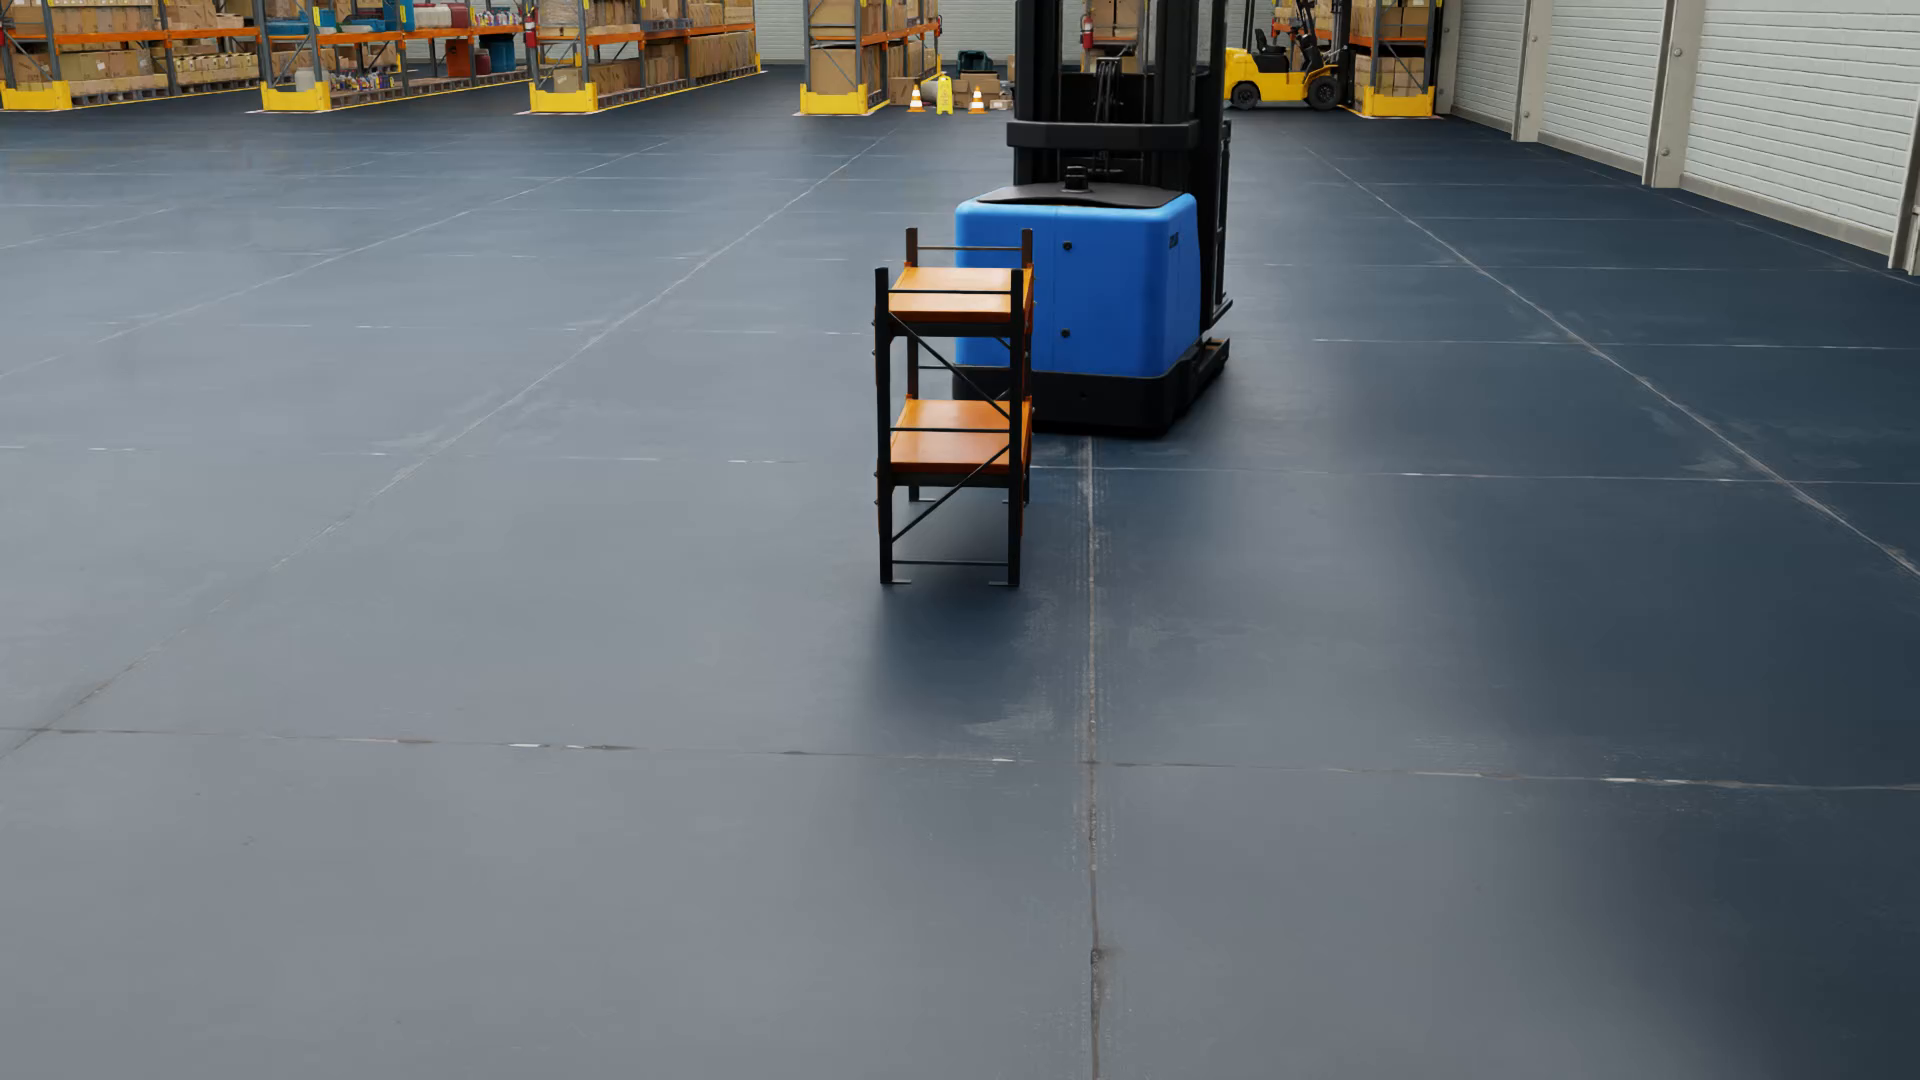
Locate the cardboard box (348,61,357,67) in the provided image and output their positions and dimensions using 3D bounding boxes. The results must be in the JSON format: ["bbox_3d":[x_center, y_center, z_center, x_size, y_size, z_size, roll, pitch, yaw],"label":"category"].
[{"bbox_3d":[-15.907,-12.400,43.294,0.380,0.166,0.250,1,18,4],"label":"cardboard box"}]

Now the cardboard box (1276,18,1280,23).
[{"bbox_3d":[8.501,-13.617,43.567,0.380,0.149,0.250,1,18,3],"label":"cardboard box"}]

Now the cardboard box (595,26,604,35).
[{"bbox_3d":[-6.835,-9.468,30.904,0.380,0.149,0.250,1,18,4],"label":"cardboard box"}]

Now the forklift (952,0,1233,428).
[{"bbox_3d":[0.893,-2.338,8.851,1.130,2.935,3.031,6,19,17],"label":"forklift"}]

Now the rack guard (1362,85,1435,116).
[{"bbox_3d":[7.649,-7.668,29.021,1.175,0.500,0.348,1,18,4],"label":"rack guard"}]

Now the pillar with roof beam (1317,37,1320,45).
[{"bbox_3d":[5.596,-17.597,45.674,9.100,9.000,0.400,1,18,4],"label":"pillar with roof beam"}]

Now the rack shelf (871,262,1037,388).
[{"bbox_3d":[0.000,-0.815,6.163,0.538,0.278,1.000,1,18,4],"label":"rack shelf"}]

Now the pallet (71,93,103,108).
[{"bbox_3d":[-17.052,-8.330,31.505,1.003,0.211,1.213,1,18,4],"label":"pallet"}]

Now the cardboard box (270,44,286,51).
[{"bbox_3d":[-16.590,-11.910,40.056,0.500,0.250,0.500,1,18,3],"label":"cardboard box"}]

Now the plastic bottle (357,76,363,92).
[{"bbox_3d":[-11.650,-8.849,32.267,0.061,0.283,0.133,2,18,5],"label":"plastic bottle"}]

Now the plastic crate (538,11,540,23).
[{"bbox_3d":[-10.972,-13.474,42.820,0.437,0.282,0.530,1,18,4],"label":"plastic crate"}]

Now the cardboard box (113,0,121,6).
[{"bbox_3d":[-16.677,-10.531,32.542,0.380,0.149,0.250,2,18,5],"label":"cardboard box"}]

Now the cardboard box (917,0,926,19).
[{"bbox_3d":[-1.098,-13.116,40.996,0.500,0.500,0.500,1,18,3],"label":"cardboard box"}]

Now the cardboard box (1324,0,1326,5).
[{"bbox_3d":[7.891,-11.366,35.092,0.380,0.149,0.250,1,18,5],"label":"cardboard box"}]

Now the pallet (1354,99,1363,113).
[{"bbox_3d":[7.664,-7.777,29.817,1.003,0.211,1.213,1,18,4],"label":"pallet"}]

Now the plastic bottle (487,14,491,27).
[{"bbox_3d":[-11.070,-12.219,39.083,0.061,0.283,0.133,1,18,4],"label":"plastic bottle"}]

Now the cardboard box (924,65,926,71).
[{"bbox_3d":[-1.038,-11.730,41.307,0.380,0.149,0.250,0,18,2],"label":"cardboard box"}]

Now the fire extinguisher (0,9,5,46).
[{"bbox_3d":[-17.537,-9.353,30.275,0.296,0.674,0.183,1,18,4],"label":"fire extinguisher"}]

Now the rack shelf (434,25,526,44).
[{"bbox_3d":[-11.408,-12.069,39.593,1.077,0.370,4.000,1,18,4],"label":"rack shelf"}]

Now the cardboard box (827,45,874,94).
[{"bbox_3d":[-2.134,-9.010,31.842,0.875,0.875,0.875,1,18,4],"label":"cardboard box"}]

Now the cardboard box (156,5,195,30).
[{"bbox_3d":[-16.670,-11.108,35.345,0.500,0.500,0.500,3,18,8],"label":"cardboard box"}]

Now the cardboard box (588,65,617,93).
[{"bbox_3d":[-6.966,-8.952,32.266,0.500,0.500,0.500,0,18,-1],"label":"cardboard box"}]

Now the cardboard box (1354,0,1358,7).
[{"bbox_3d":[7.532,-9.971,30.834,0.380,0.149,0.250,1,18,2],"label":"cardboard box"}]

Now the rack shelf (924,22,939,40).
[{"bbox_3d":[-1.241,-13.058,42.613,1.077,0.370,4.000,1,18,4],"label":"rack shelf"}]

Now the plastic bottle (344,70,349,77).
[{"bbox_3d":[-12.310,-9.256,33.401,0.144,0.351,0.185,2,18,5],"label":"plastic bottle"}]

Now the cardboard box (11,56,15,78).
[{"bbox_3d":[-21.586,-10.649,37.414,0.700,0.500,0.500,1,18,4],"label":"cardboard box"}]

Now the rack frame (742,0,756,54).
[{"bbox_3d":[-6.038,-14.163,44.830,1.000,3.000,0.127,1,18,4],"label":"rack frame"}]

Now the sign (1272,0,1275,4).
[{"bbox_3d":[8.257,-14.256,43.723,0.100,0.325,0.005,1,18,4],"label":"sign"}]

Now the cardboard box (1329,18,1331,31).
[{"bbox_3d":[7.809,-10.506,33.911,0.500,0.250,0.500,1,18,4],"label":"cardboard box"}]

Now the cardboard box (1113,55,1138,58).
[{"bbox_3d":[3.068,-8.636,30.500,0.500,0.500,0.500,1,18,2],"label":"cardboard box"}]

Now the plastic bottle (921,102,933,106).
[{"bbox_3d":[-0.668,-8.307,31.676,0.283,0.061,0.133,-5,19,-15],"label":"plastic bottle"}]

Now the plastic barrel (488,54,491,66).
[{"bbox_3d":[-11.501,-11.487,39.983,0.421,0.512,0.421,0,18,0],"label":"plastic barrel"}]

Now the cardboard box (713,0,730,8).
[{"bbox_3d":[-6.035,-13.491,41.336,0.500,0.500,0.500,1,18,4],"label":"cardboard box"}]

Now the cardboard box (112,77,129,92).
[{"bbox_3d":[-16.696,-8.937,32.621,0.500,0.250,0.500,1,18,4],"label":"cardboard box"}]

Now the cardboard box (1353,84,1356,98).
[{"bbox_3d":[7.459,-8.219,30.429,0.500,0.250,0.500,1,18,5],"label":"cardboard box"}]

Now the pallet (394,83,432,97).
[{"bbox_3d":[-11.821,-9.467,34.975,1.003,0.211,1.213,1,18,4],"label":"pallet"}]

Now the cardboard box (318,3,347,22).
[{"bbox_3d":[-15.897,-13.343,42.166,0.500,0.500,0.500,2,18,5],"label":"cardboard box"}]

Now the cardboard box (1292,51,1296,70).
[{"bbox_3d":[8.252,-11.457,39.910,0.500,0.500,0.500,2,18,6],"label":"cardboard box"}]

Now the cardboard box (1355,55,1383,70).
[{"bbox_3d":[7.430,-8.697,30.283,0.500,0.250,0.500,2,18,5],"label":"cardboard box"}]

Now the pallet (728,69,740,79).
[{"bbox_3d":[-6.192,-11.830,42.188,1.003,0.211,1.213,1,18,4],"label":"pallet"}]

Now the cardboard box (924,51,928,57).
[{"bbox_3d":[-1.010,-12.331,42.188,0.380,0.149,0.250,2,18,5],"label":"cardboard box"}]

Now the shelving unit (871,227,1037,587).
[{"bbox_3d":[0.000,-0.537,6.254,0.538,1.125,1.048,1,18,4],"label":"shelving unit"}]

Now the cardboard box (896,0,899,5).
[{"bbox_3d":[-1.714,-11.920,36.218,0.700,0.500,0.500,1,18,4],"label":"cardboard box"}]

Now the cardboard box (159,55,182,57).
[{"bbox_3d":[-16.966,-10.267,35.780,0.500,0.311,0.500,1,18,4],"label":"cardboard box"}]

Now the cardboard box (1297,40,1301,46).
[{"bbox_3d":[8.249,-11.864,39.634,0.380,0.149,0.250,0,18,1],"label":"cardboard box"}]

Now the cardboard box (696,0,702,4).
[{"bbox_3d":[-6.452,-12.840,39.021,0.797,0.503,0.637,2,18,6],"label":"cardboard box"}]

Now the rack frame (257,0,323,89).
[{"bbox_3d":[-12.125,-9.305,30.002,1.000,3.000,0.127,1,18,4],"label":"rack frame"}]

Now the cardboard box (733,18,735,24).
[{"bbox_3d":[-5.917,-13.131,42.084,0.380,0.149,0.250,1,18,2],"label":"cardboard box"}]

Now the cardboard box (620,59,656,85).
[{"bbox_3d":[-6.780,-9.796,34.808,0.700,0.500,0.500,1,18,4],"label":"cardboard box"}]

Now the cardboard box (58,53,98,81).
[{"bbox_3d":[-16.771,-8.983,31.556,0.500,0.500,0.500,1,18,4],"label":"cardboard box"}]
